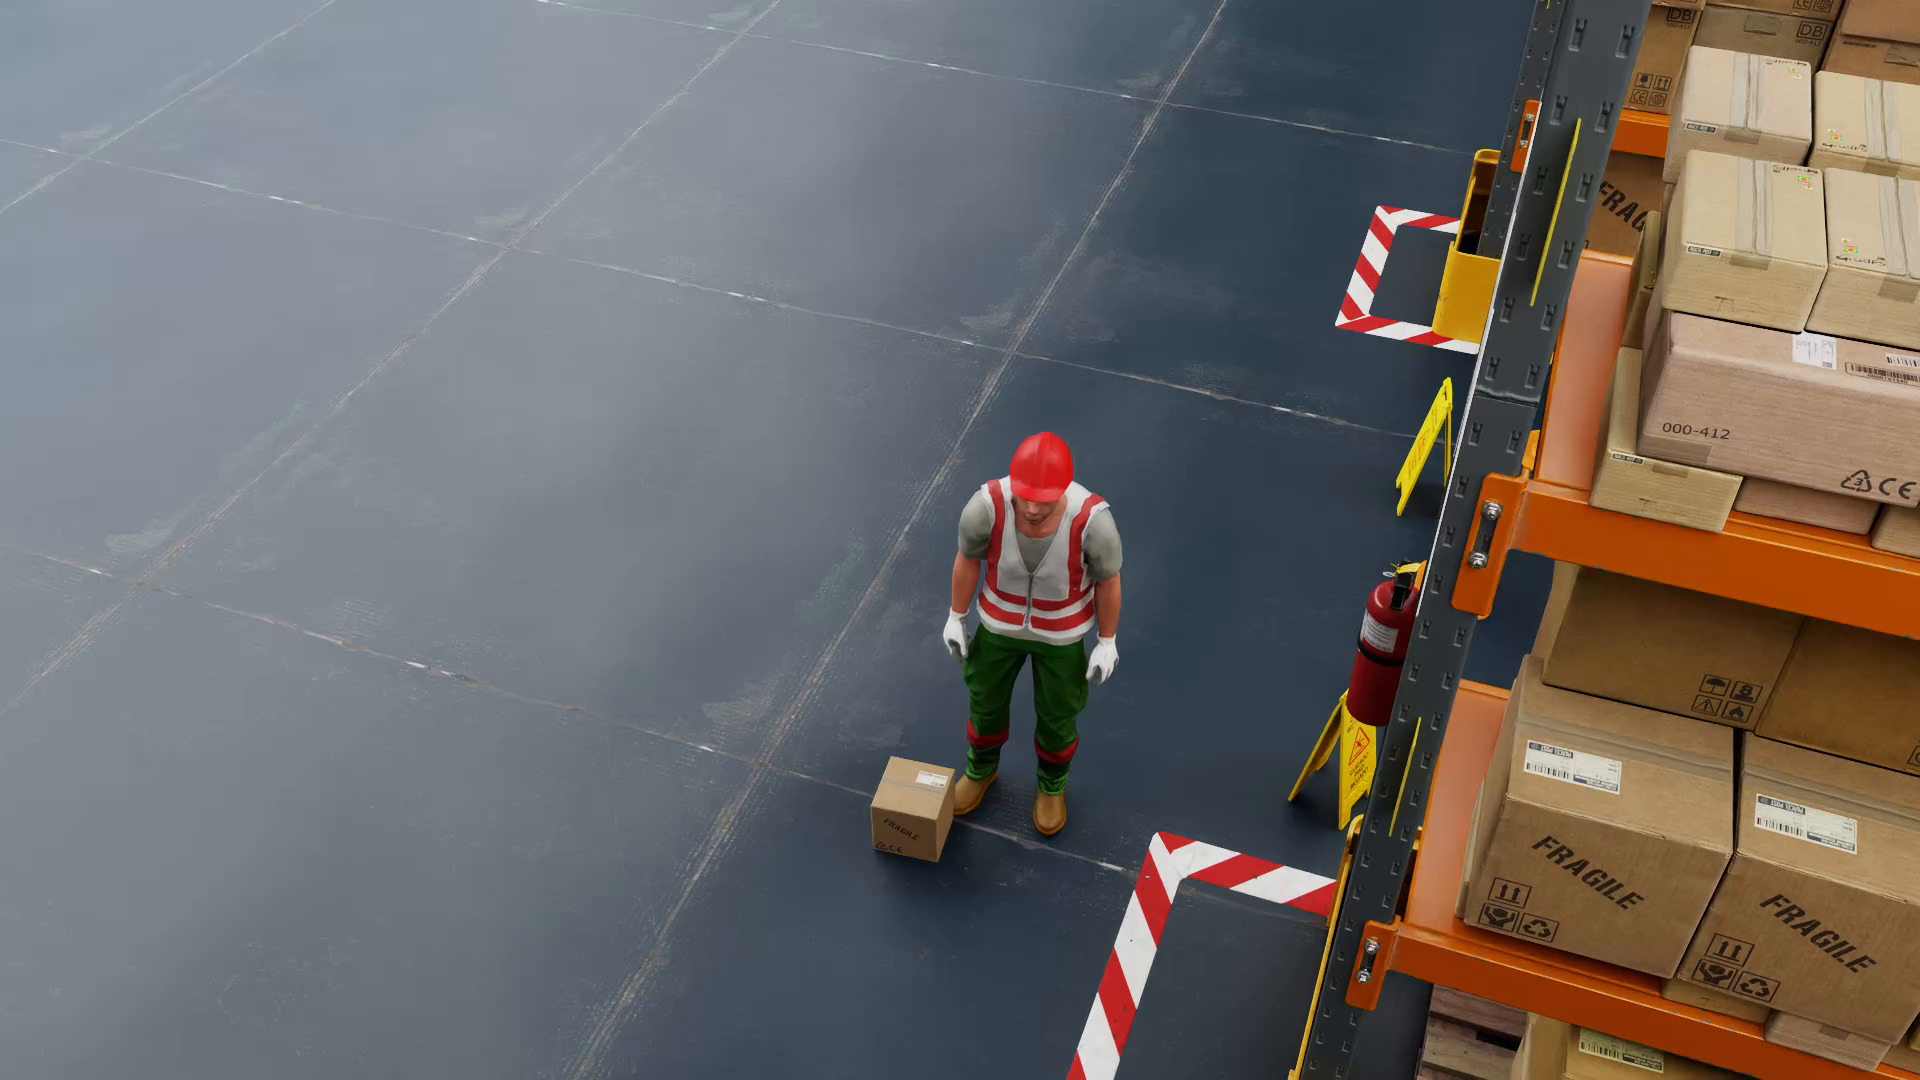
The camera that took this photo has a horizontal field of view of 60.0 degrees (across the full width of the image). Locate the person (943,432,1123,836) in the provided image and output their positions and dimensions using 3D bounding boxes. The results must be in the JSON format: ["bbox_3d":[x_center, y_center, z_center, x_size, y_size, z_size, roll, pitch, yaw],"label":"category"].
[{"bbox_3d":[0.250,0.321,5.778,0.620,1.780,0.445,9,42,11],"label":"person"}]
